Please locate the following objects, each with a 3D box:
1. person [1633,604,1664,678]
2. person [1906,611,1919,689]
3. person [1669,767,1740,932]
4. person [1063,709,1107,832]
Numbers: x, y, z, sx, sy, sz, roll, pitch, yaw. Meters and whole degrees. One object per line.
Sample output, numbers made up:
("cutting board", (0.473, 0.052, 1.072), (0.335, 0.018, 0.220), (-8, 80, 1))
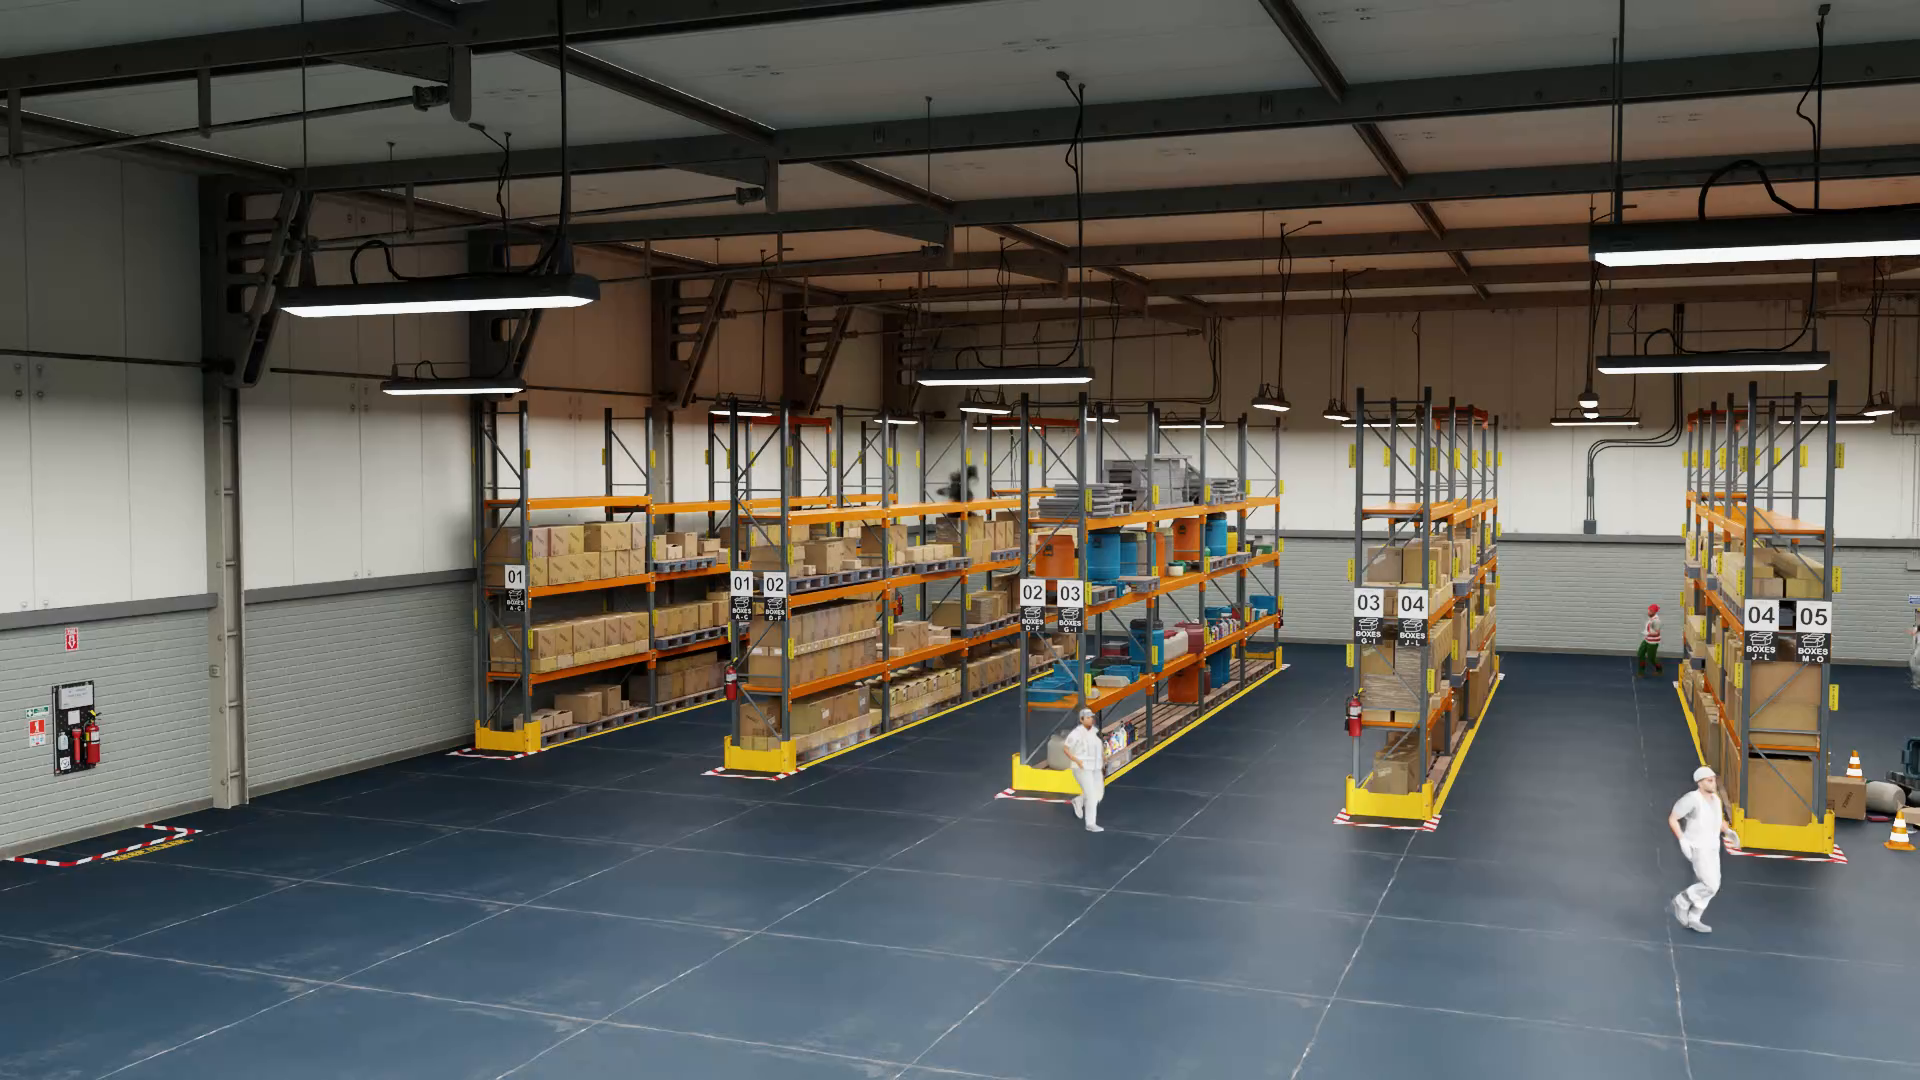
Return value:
("person", (15.764, 2.332, 37.802), (0.638, 1.770, 0.845), (0, 3, 0))
("person", (20.937, 2.383, 36.078), (0.764, 1.854, 0.658), (2, 3, 33))
("person", (7.885, 3.267, 17.588), (0.669, 1.749, 0.584), (-2, 3, -32))
("person", (1.696, 3.092, 22.508), (0.616, 1.624, 0.737), (-2, 4, -38))
